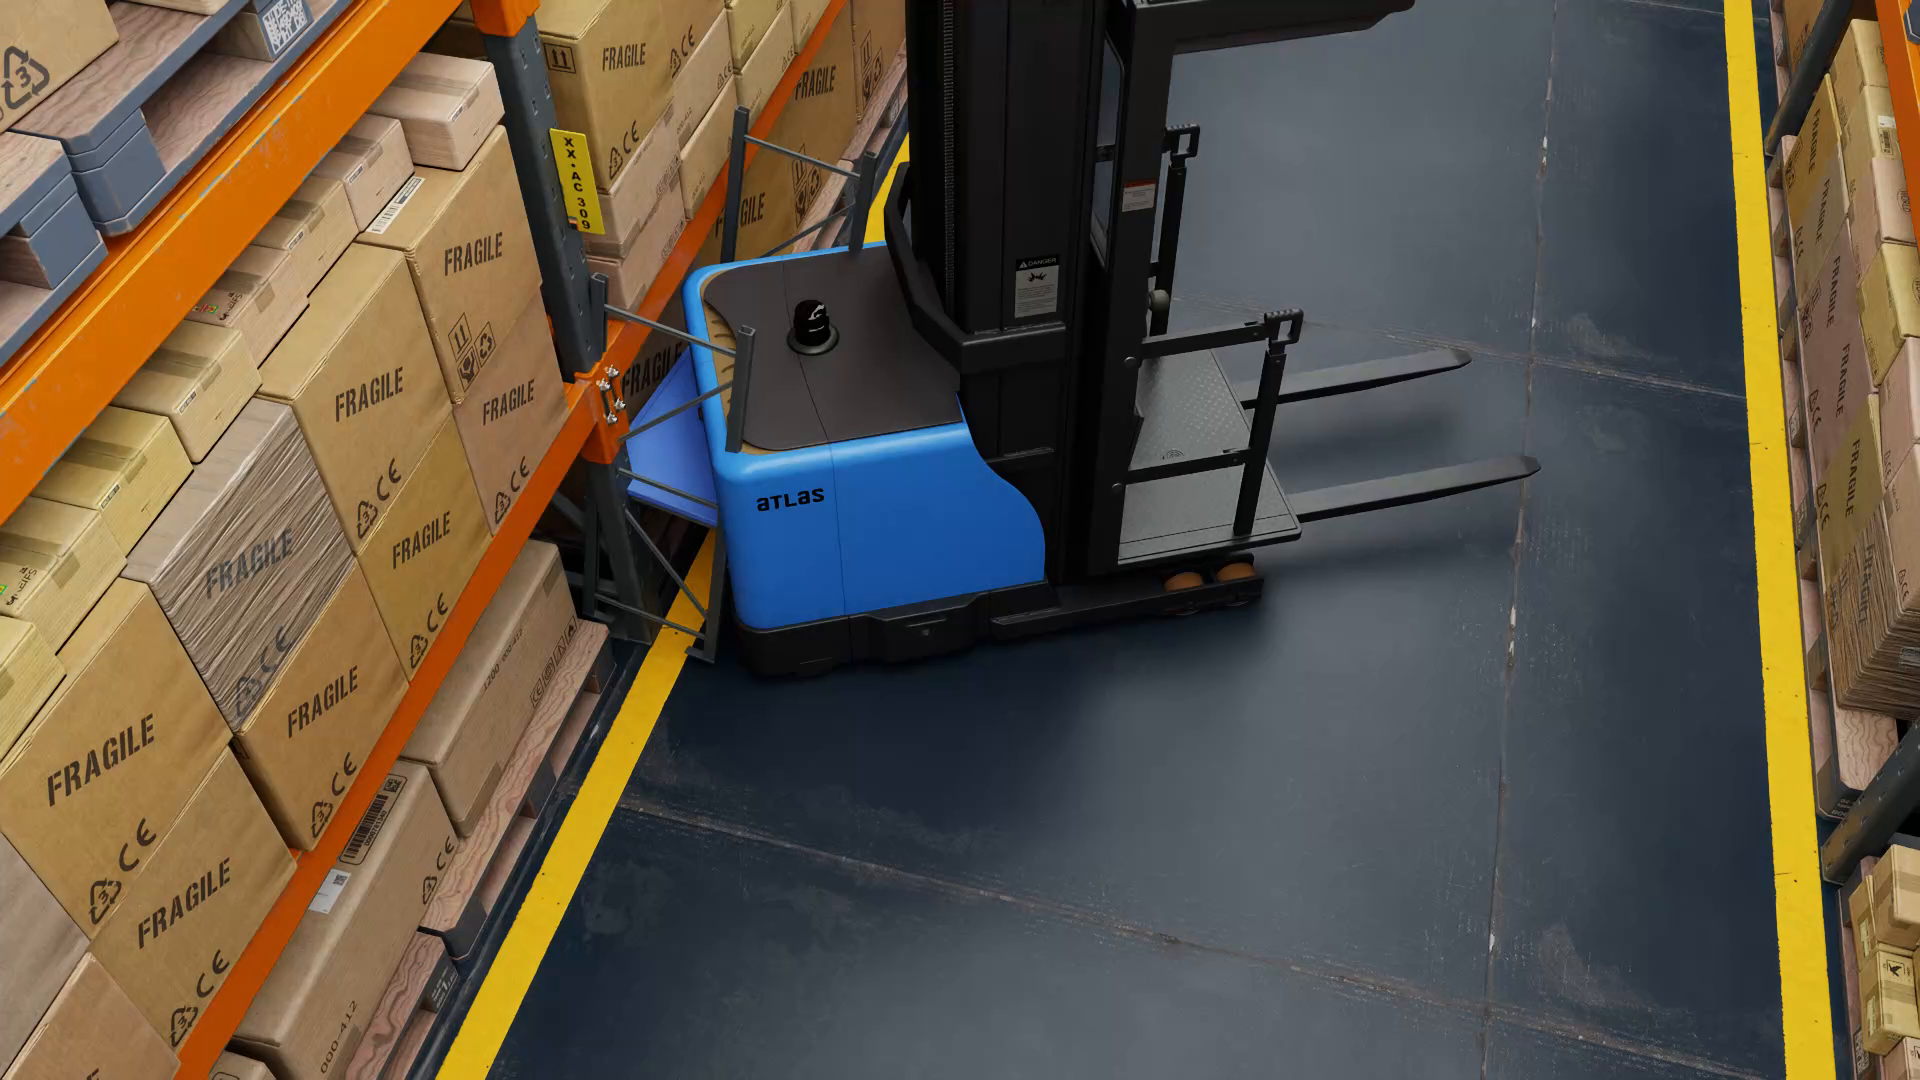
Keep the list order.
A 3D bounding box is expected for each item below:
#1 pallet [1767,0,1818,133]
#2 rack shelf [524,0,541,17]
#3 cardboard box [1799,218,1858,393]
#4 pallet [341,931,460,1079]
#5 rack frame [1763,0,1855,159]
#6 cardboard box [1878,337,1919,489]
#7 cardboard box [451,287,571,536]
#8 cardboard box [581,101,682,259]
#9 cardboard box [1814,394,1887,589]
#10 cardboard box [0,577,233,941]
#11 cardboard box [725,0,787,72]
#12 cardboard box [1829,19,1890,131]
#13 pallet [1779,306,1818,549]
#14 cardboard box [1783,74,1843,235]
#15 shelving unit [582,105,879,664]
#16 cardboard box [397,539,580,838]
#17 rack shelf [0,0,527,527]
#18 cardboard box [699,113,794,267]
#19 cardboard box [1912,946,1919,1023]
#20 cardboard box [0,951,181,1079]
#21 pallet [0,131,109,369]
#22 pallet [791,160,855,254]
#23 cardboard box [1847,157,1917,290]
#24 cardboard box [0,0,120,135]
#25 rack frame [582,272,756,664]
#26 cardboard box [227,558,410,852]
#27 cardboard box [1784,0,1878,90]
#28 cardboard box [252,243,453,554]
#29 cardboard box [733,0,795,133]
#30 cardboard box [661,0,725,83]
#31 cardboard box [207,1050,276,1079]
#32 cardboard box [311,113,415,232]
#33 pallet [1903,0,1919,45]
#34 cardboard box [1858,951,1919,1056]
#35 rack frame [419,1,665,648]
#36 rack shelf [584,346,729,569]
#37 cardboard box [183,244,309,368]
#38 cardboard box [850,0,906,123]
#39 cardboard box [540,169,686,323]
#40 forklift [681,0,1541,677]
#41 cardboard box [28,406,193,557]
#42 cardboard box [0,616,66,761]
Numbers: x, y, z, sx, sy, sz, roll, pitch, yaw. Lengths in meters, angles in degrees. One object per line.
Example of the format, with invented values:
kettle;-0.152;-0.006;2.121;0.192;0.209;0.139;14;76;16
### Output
pallet;4.573;-2.376;8.206;1.003;0.211;1.213;12;50;10
rack shelf;-1.036;-2.955;5.337;1.077;0.370;4.000;12;50;10
cardboard box;3.601;-0.857;6.393;0.500;0.500;0.500;10;49;9
pallet;-2.157;1.589;4.707;1.003;0.211;1.213;12;50;10
rack frame;4.293;-2.743;6.671;1.000;3.000;0.127;12;50;10
cardboard box;3.340;-0.368;5.461;0.500;0.250;0.500;14;50;12
cardboard box;-1.438;-0.401;4.537;0.500;0.500;0.500;12;50;10
cardboard box;-1.174;-1.132;5.015;0.500;0.250;0.500;10;49;9
cardboard box;3.327;-0.118;5.741;0.500;0.500;0.500;11;49;9
cardboard box;-1.826;0.374;3.185;0.500;0.500;0.500;12;50;10
cardboard box;-0.906;-1.875;5.671;0.500;0.250;0.500;12;50;11
cardboard box;3.878;-1.852;6.771;0.500;0.250;0.500;10;49;8
pallet;3.763;-0.376;6.441;1.003;0.211;1.213;12;50;10
cardboard box;3.861;-1.594;7.043;0.500;0.500;0.500;10;49;8
shelving unit;-0.795;-0.502;5.635;0.538;1.500;1.048;20;46;5
cardboard box;-1.831;0.388;5.336;0.875;0.438;0.875;11;49;9
rack shelf;-2.088;-0.062;2.783;1.077;0.370;4.000;12;50;10
cardboard box;-1.246;-1.309;6.542;0.875;0.875;0.875;13;50;11
cardboard box;2.856;1.256;4.564;0.380;0.149;0.250;12;50;10
cardboard box;-1.954;1.080;3.229;0.500;0.500;0.500;11;50;10
pallet;-2.111;-0.248;2.526;1.003;0.211;1.213;12;50;10
pallet;-1.113;-1.289;7.247;1.003;0.211;1.213;12;50;10
cardboard box;3.602;-1.130;6.134;0.500;0.250;0.500;12;50;10
cardboard box;-1.886;-0.971;2.690;0.797;0.503;0.637;15;50;13
rack frame;-0.953;-0.170;5.284;0.500;1.500;0.032;20;46;5
cardboard box;-1.686;0.339;3.884;0.500;0.500;0.500;11;49;9
cardboard box;4.540;-2.561;7.730;1.050;0.750;0.750;11;49;10
cardboard box;-1.561;-0.357;3.830;0.500;0.500;0.500;11;49;9
cardboard box;-0.907;-1.713;5.861;0.500;0.250;0.500;11;50;10
cardboard box;-1.062;-1.753;5.063;0.500;0.500;0.500;11;50;10
cardboard box;-2.305;1.688;4.189;0.875;0.438;0.875;13;50;11
cardboard box;-1.510;-0.878;3.858;0.380;0.149;0.250;13;50;11
pallet;4.208;-2.143;6.269;1.213;0.211;1.003;12;50;10
cardboard box;2.764;1.347;4.682;0.380;0.149;0.250;13;50;11
rack frame;-1.562;-0.754;4.915;1.000;3.000;0.127;12;50;10
rack shelf;-0.827;-0.380;5.764;0.538;0.185;1.000;20;46;5
cardboard box;-1.635;-0.512;3.535;0.380;0.149;0.250;11;50;10
cardboard box;-0.771;-2.600;7.681;0.875;0.875;0.875;11;50;10
cardboard box;-1.192;-0.970;5.206;0.500;0.250;0.500;11;49;9
forklift;0.614;-1.076;5.245;3.031;2.935;1.130;-10;49;-9
cardboard box;-1.734;-0.135;3.202;0.380;0.149;0.250;11;49;9
cardboard box;-1.806;0.245;2.867;0.380;0.149;0.250;10;49;9
